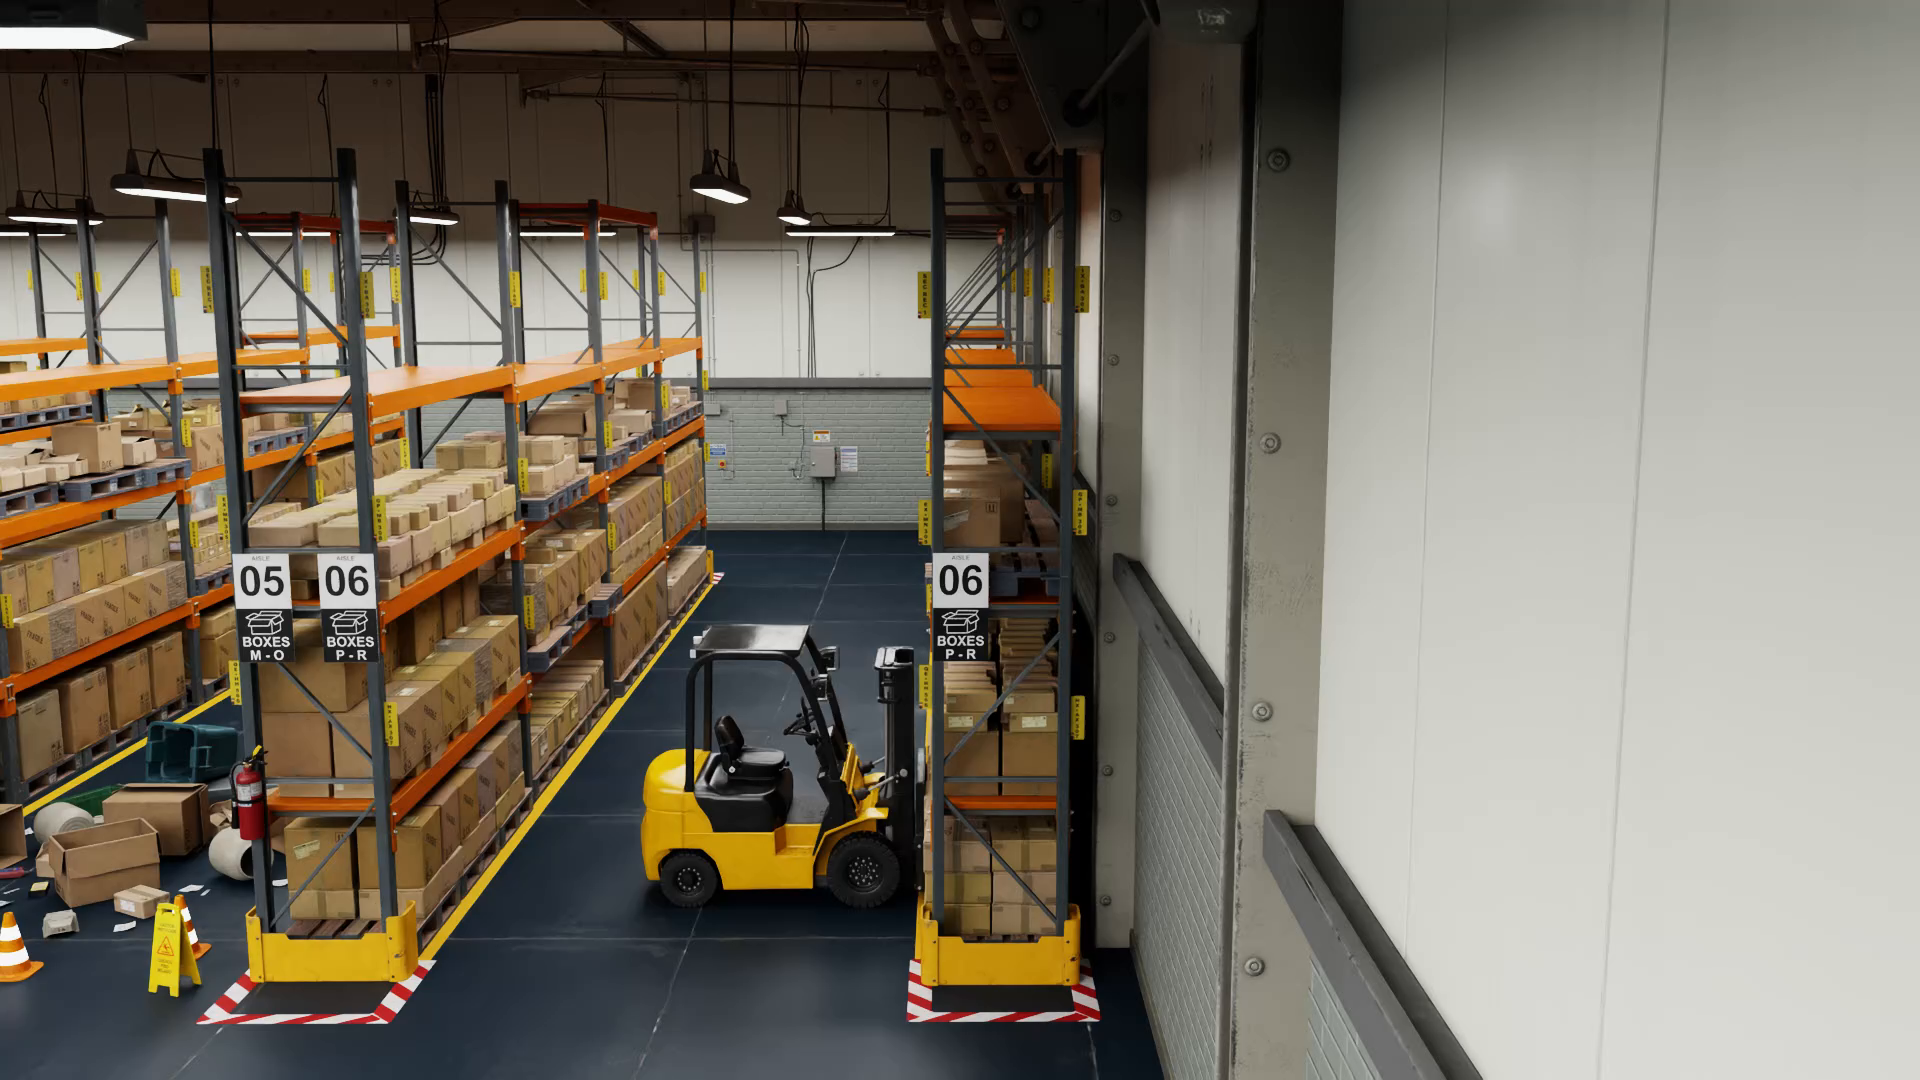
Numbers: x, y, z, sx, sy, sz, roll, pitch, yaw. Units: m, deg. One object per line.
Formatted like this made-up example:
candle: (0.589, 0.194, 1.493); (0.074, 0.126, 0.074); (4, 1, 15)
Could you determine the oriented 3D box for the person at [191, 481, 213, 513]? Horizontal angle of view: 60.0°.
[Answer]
person: (-14.386, -0.675, 31.476); (0.802, 1.627, 0.448); (3, 10, 19)
